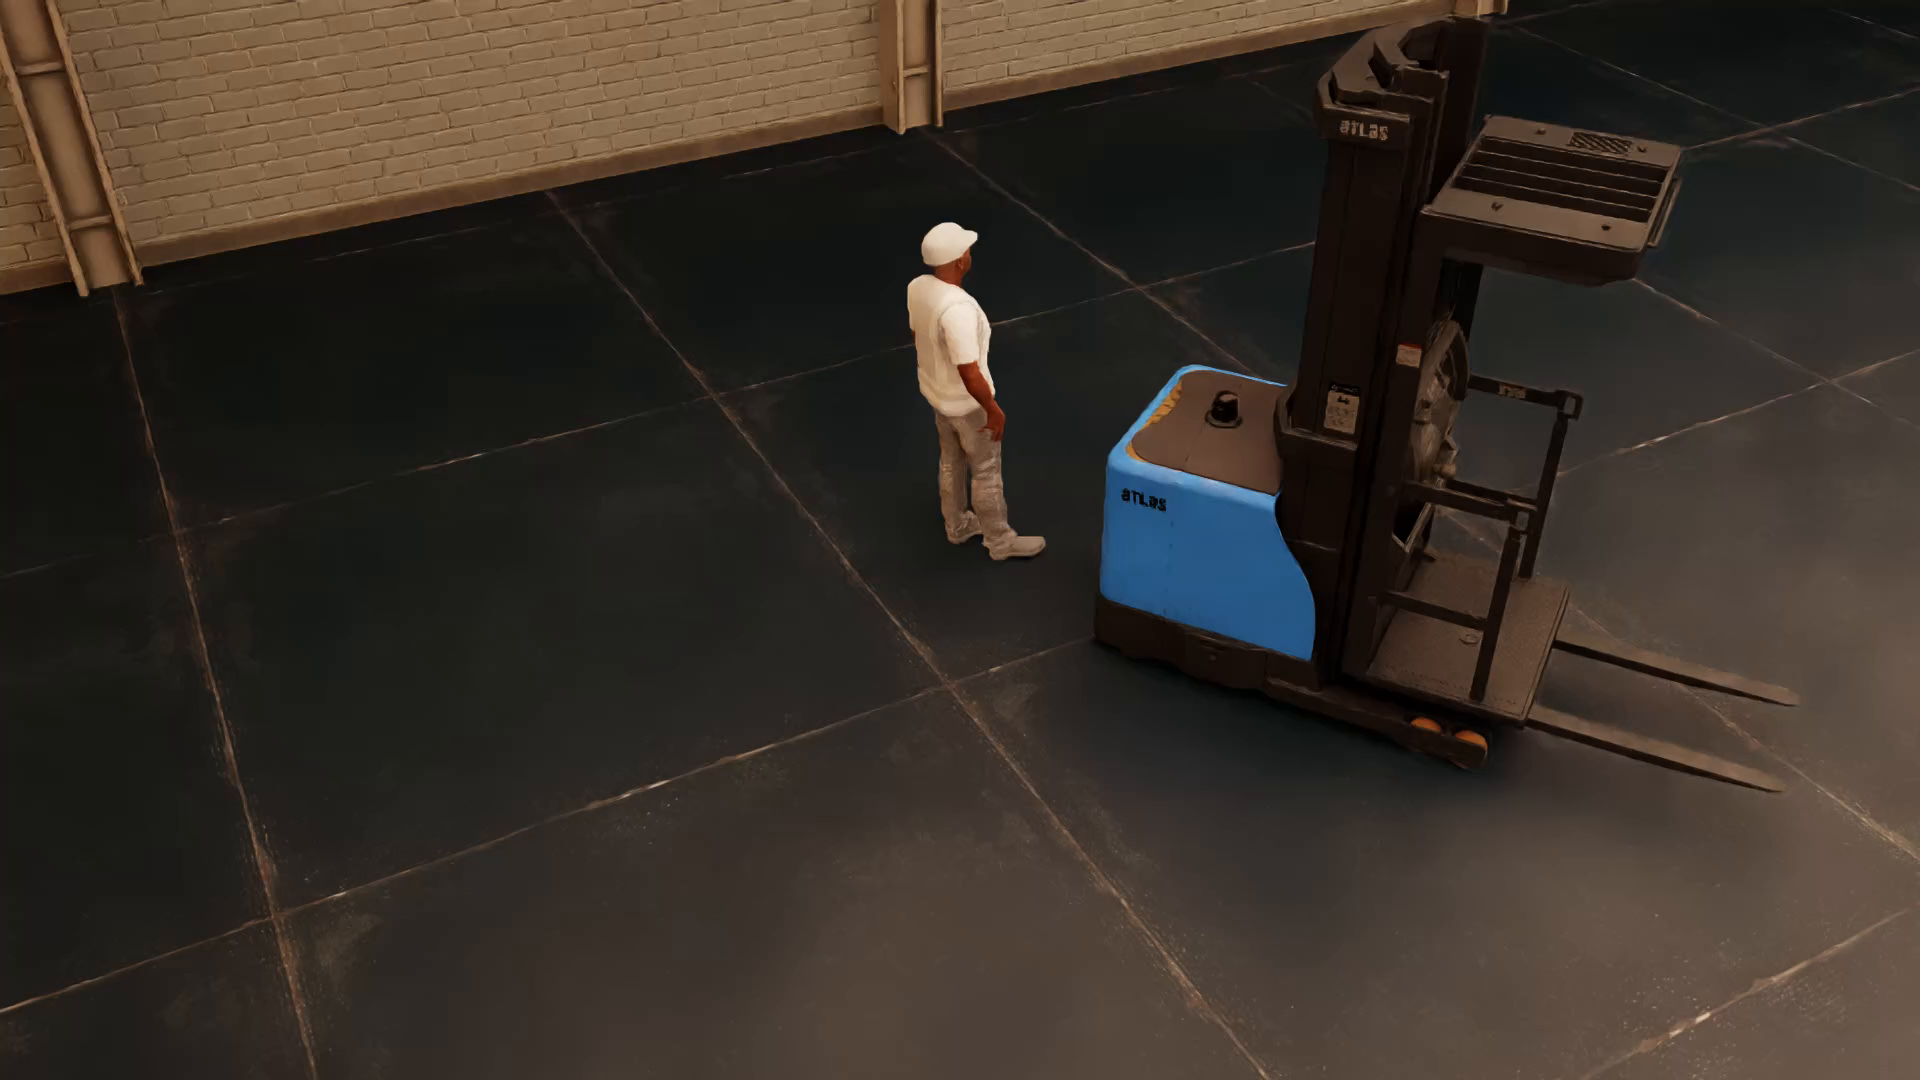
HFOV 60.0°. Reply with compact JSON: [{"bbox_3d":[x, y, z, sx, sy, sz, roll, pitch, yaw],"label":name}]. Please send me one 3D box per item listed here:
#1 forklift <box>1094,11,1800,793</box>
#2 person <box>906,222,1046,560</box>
[{"bbox_3d":[2.188,-0.551,6.902,3.031,2.935,1.130,16,38,22],"label":"forklift"},{"bbox_3d":[0.064,-0.743,8.171,0.576,1.766,0.665,-17,39,-23],"label":"person"}]
